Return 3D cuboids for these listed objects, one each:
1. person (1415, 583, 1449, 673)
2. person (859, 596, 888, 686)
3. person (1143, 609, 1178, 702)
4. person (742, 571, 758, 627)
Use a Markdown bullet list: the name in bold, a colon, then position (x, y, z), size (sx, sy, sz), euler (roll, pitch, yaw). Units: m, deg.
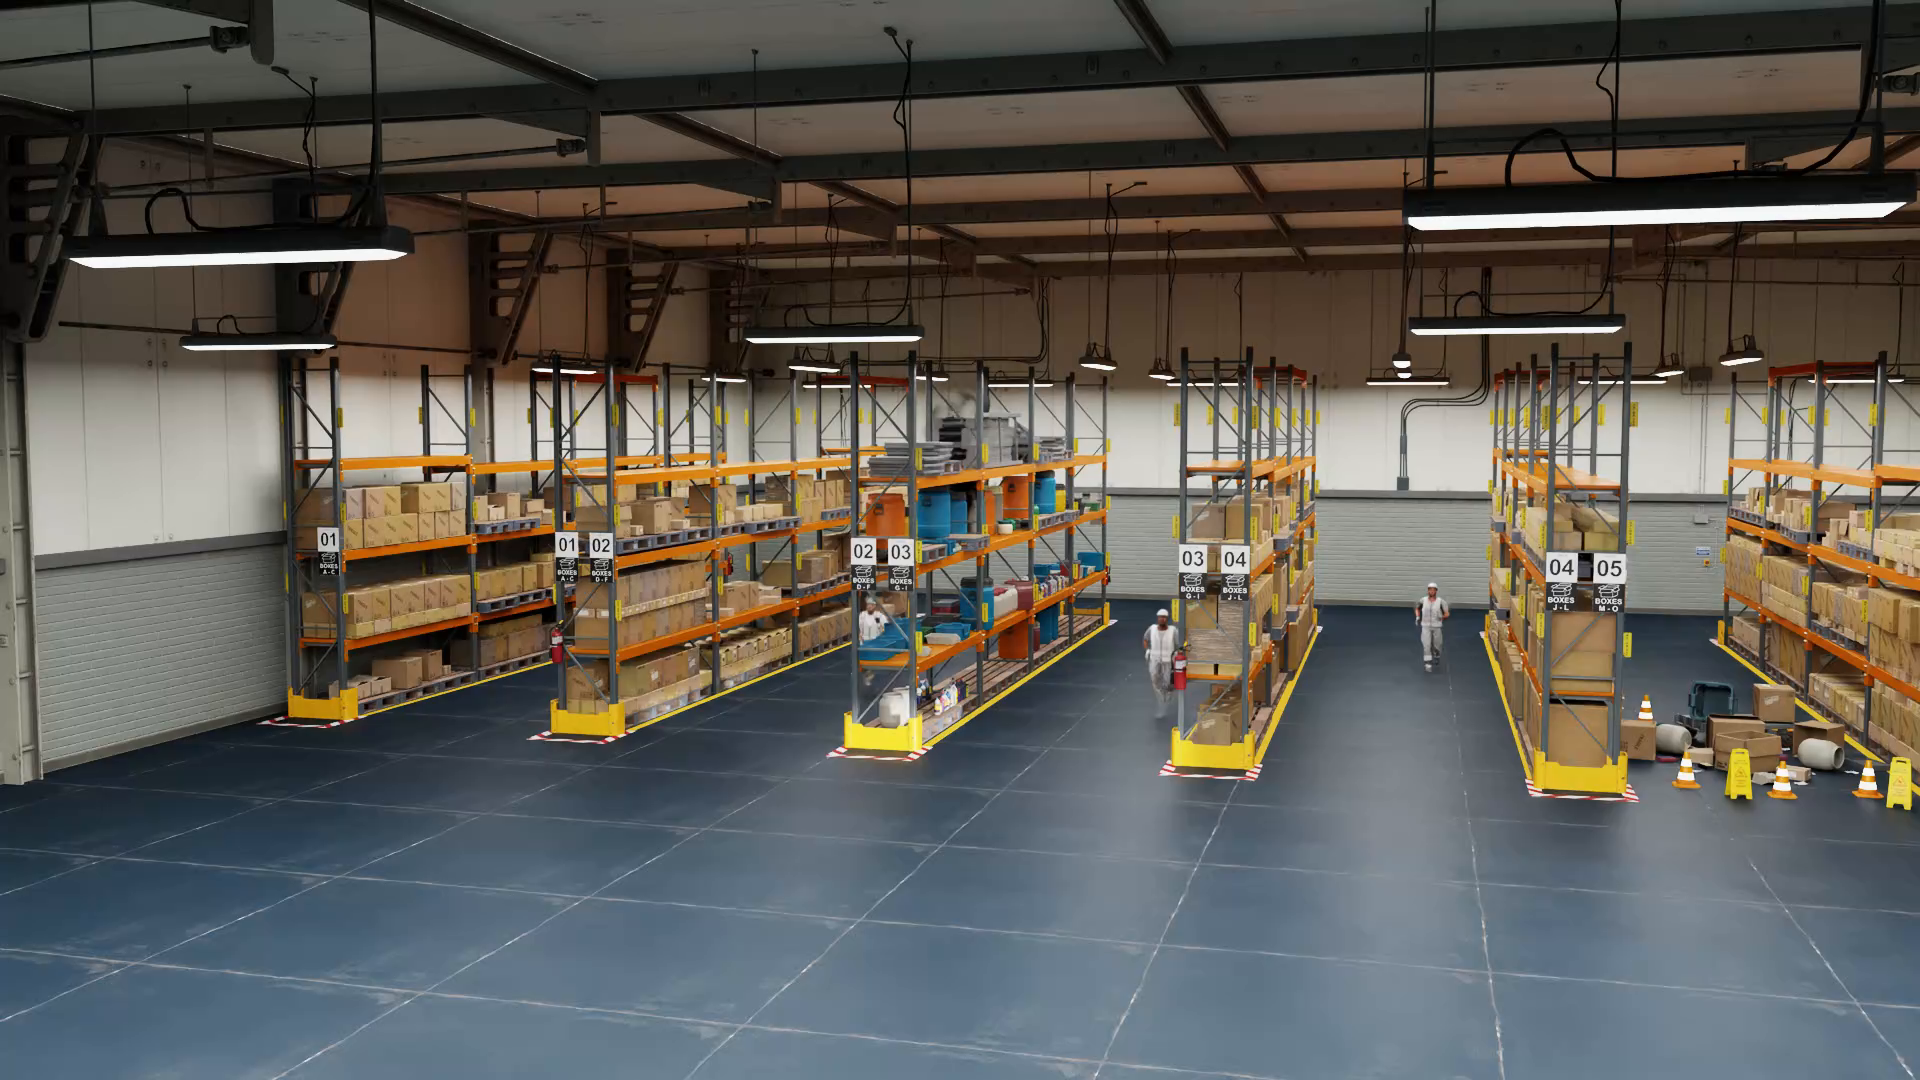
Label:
- **person**: position (9.287, 1.723, 32.755), size (0.668, 1.757, 0.850), euler (2, 4, 20)
- **person**: position (-1.610, 1.850, 30.068), size (0.664, 1.683, 0.760), euler (0, 4, 4)
- **person**: position (3.392, 1.965, 27.940), size (0.680, 1.608, 0.869), euler (1, 4, 13)
- **person**: position (-4.587, 1.498, 36.588), size (0.614, 1.636, 0.558), euler (1, 4, 12)
